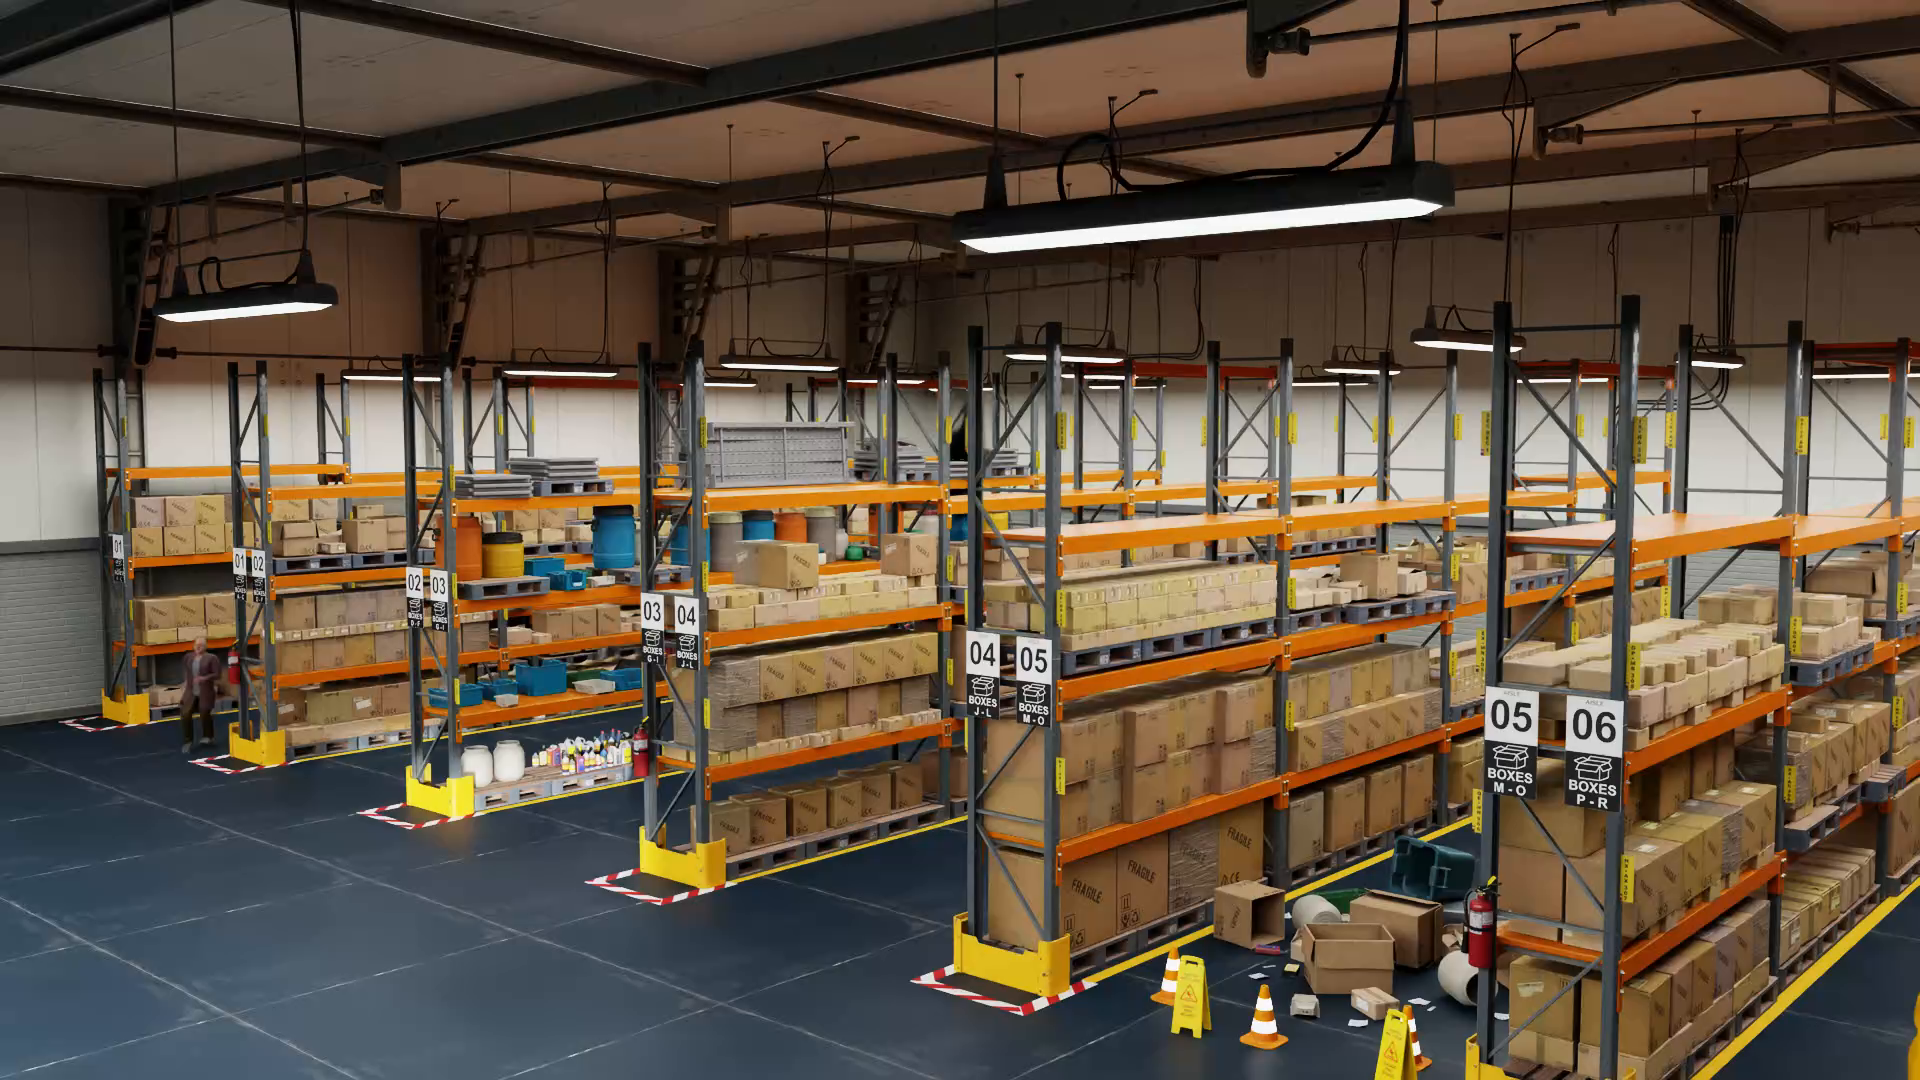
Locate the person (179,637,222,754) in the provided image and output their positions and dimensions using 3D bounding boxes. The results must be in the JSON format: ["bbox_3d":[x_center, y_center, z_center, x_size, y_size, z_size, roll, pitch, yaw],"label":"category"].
[{"bbox_3d":[-11.796,2.514,25.875,0.690,1.635,0.902,0,4,-3],"label":"person"}]

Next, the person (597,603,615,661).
[{"bbox_3d":[-6.741,2.023,31.952,0.587,1.670,0.789,3,5,36],"label":"person"}]
